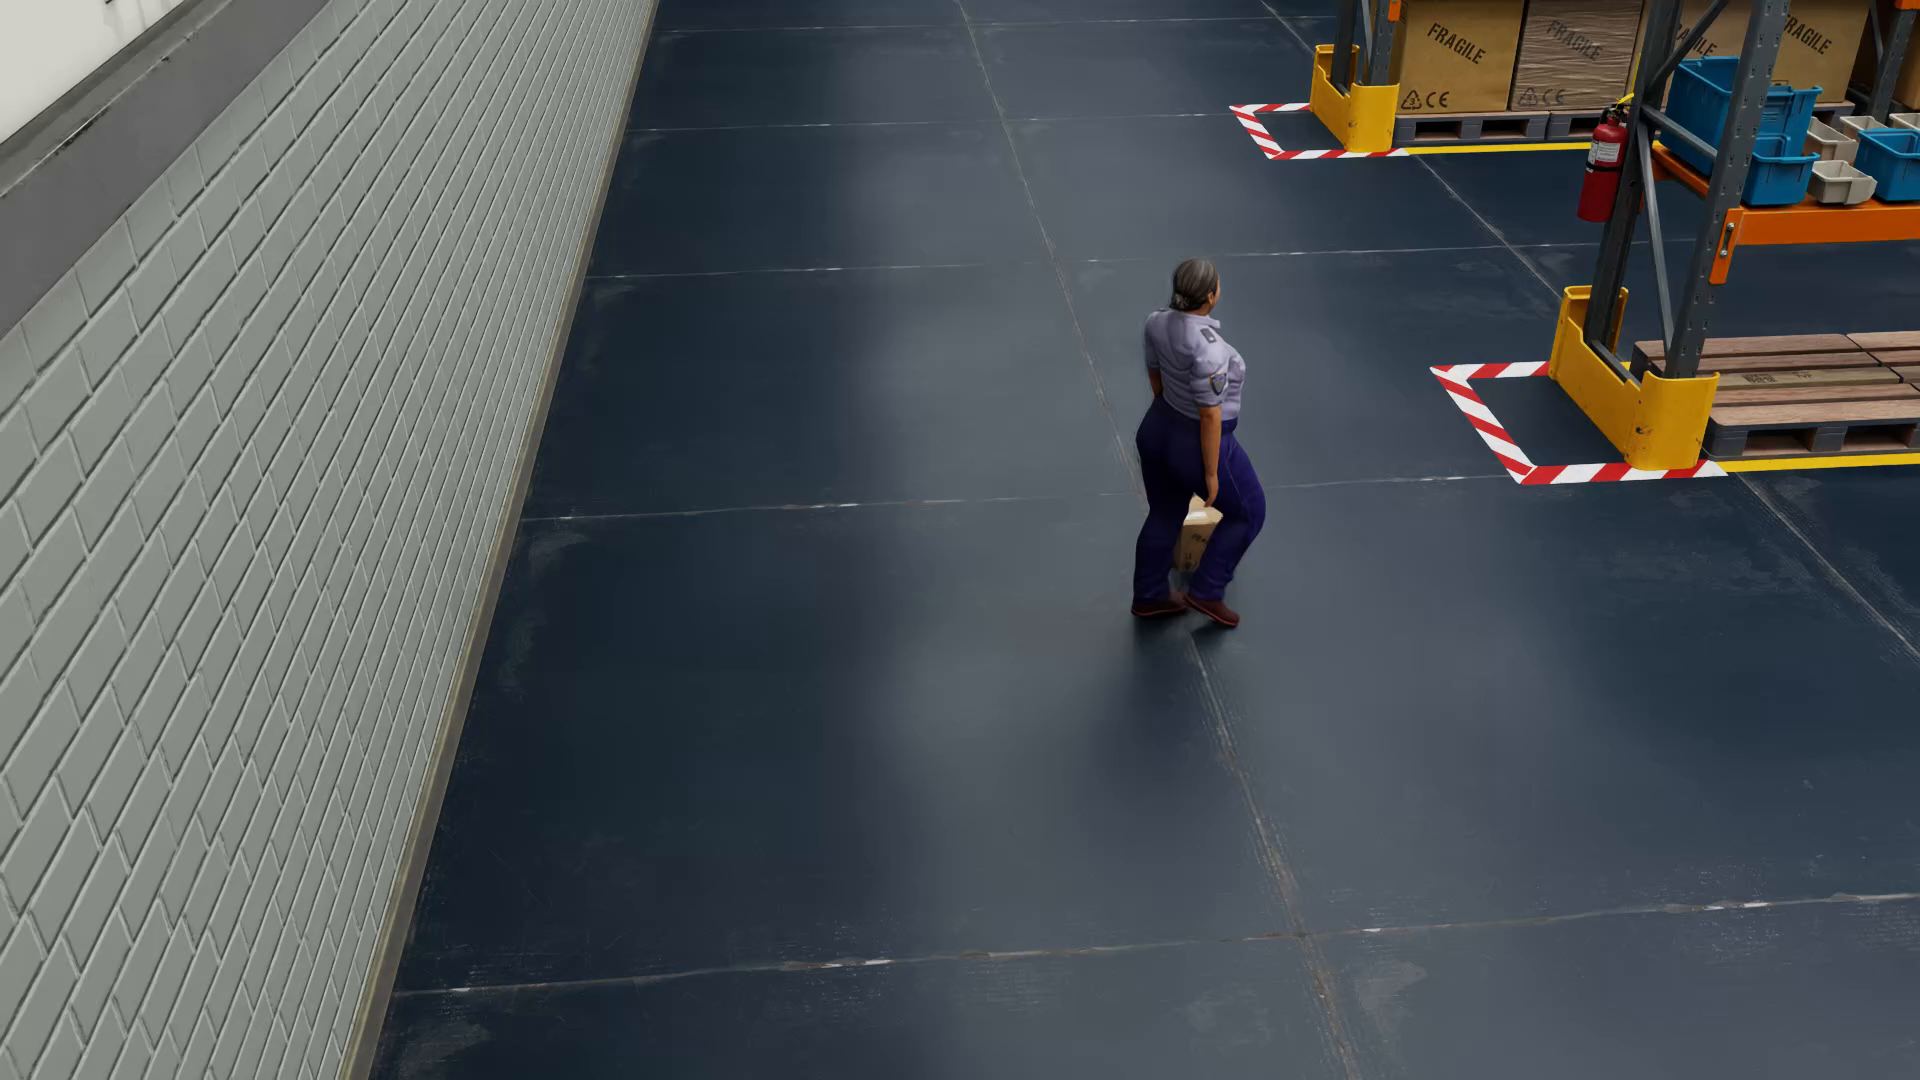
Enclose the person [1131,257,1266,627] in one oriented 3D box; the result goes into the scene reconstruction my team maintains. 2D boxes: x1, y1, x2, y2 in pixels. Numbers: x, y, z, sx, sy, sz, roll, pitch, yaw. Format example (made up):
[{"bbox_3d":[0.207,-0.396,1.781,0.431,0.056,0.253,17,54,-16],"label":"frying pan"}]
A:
[{"bbox_3d":[0.974,-0.383,6.772,0.463,1.673,0.523,-18,36,-27],"label":"person"}]
